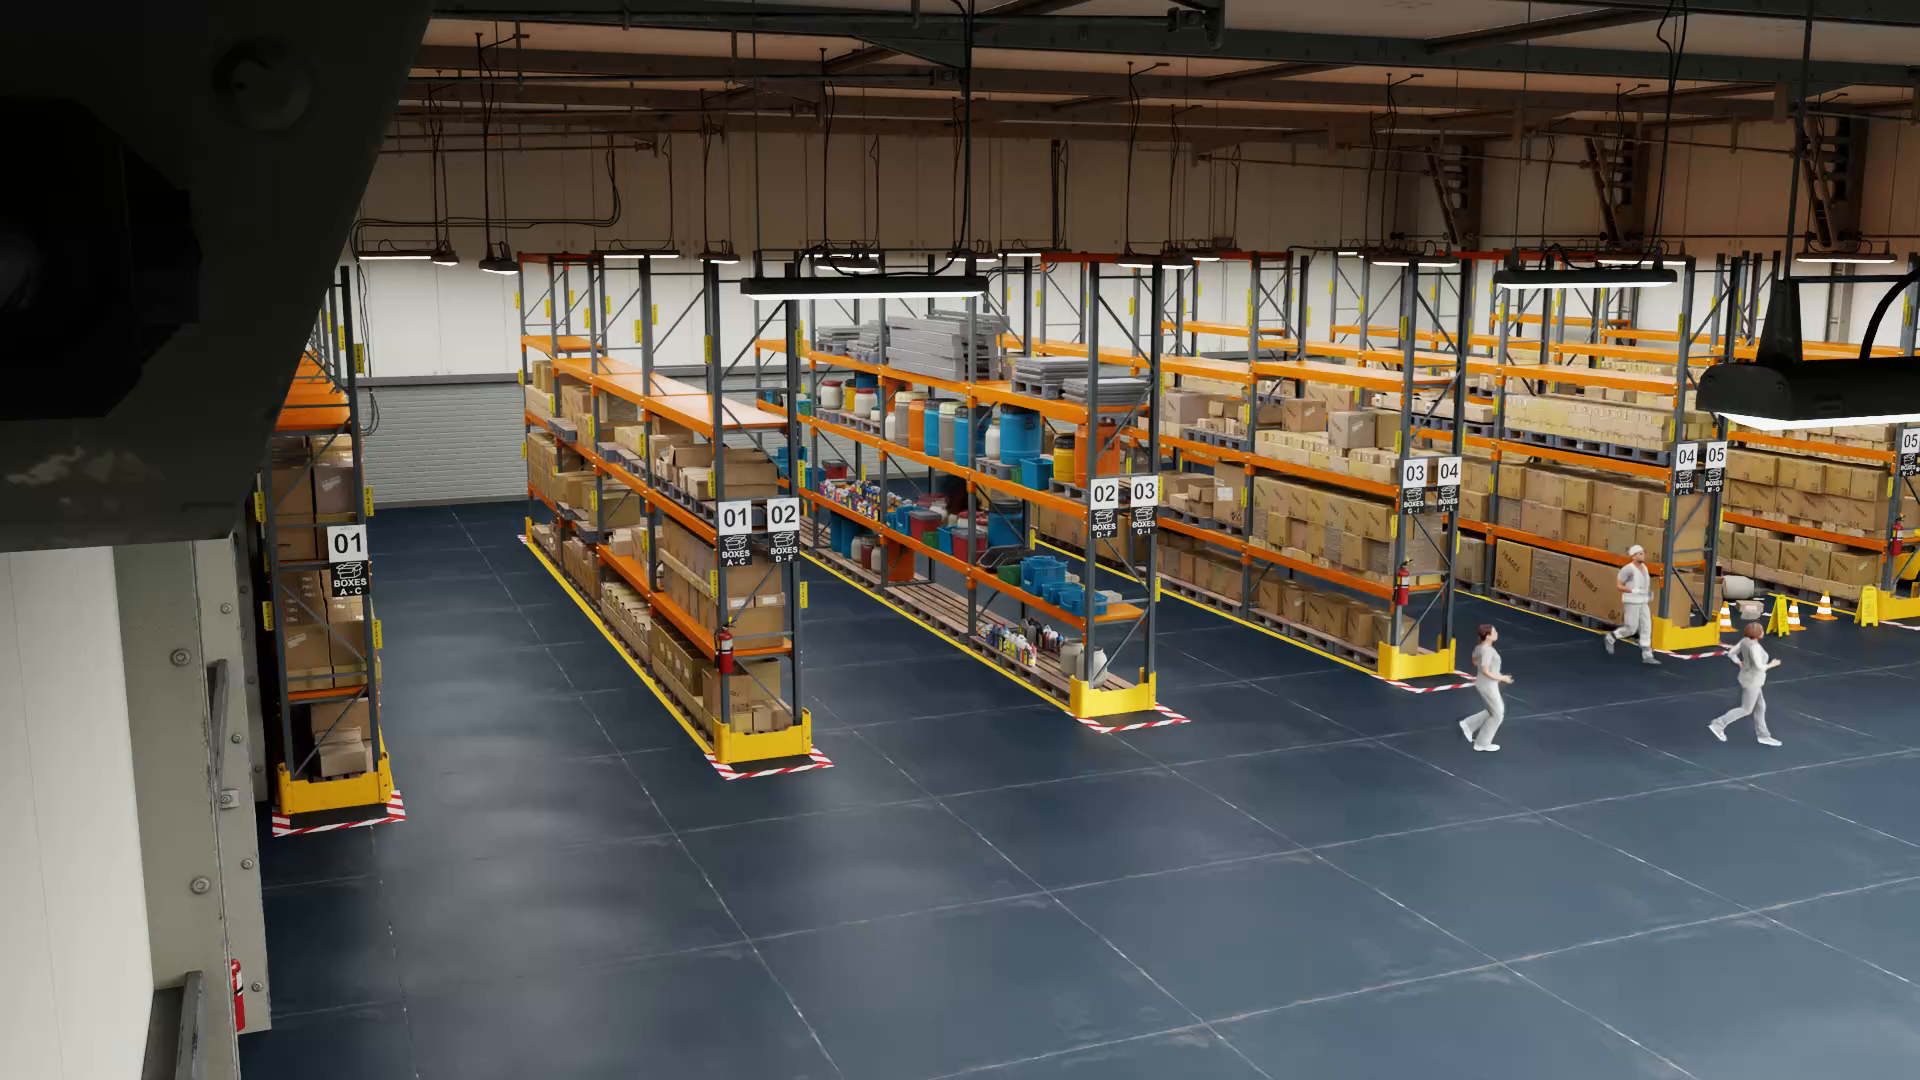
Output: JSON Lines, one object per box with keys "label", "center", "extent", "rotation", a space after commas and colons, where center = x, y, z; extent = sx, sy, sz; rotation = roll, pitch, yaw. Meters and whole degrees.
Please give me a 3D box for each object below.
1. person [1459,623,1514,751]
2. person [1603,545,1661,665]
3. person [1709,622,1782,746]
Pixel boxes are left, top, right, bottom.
{"label": "person", "center": [6.520, 1.821, 20.583], "extent": [0.584, 1.616, 0.561], "rotation": [1, 10, 8]}
{"label": "person", "center": [10.159, 0.954, 24.908], "extent": [0.714, 1.747, 0.990], "rotation": [-7, 12, -33]}
{"label": "person", "center": [9.837, 1.793, 20.723], "extent": [0.894, 1.576, 0.539], "rotation": [2, 11, 10]}
